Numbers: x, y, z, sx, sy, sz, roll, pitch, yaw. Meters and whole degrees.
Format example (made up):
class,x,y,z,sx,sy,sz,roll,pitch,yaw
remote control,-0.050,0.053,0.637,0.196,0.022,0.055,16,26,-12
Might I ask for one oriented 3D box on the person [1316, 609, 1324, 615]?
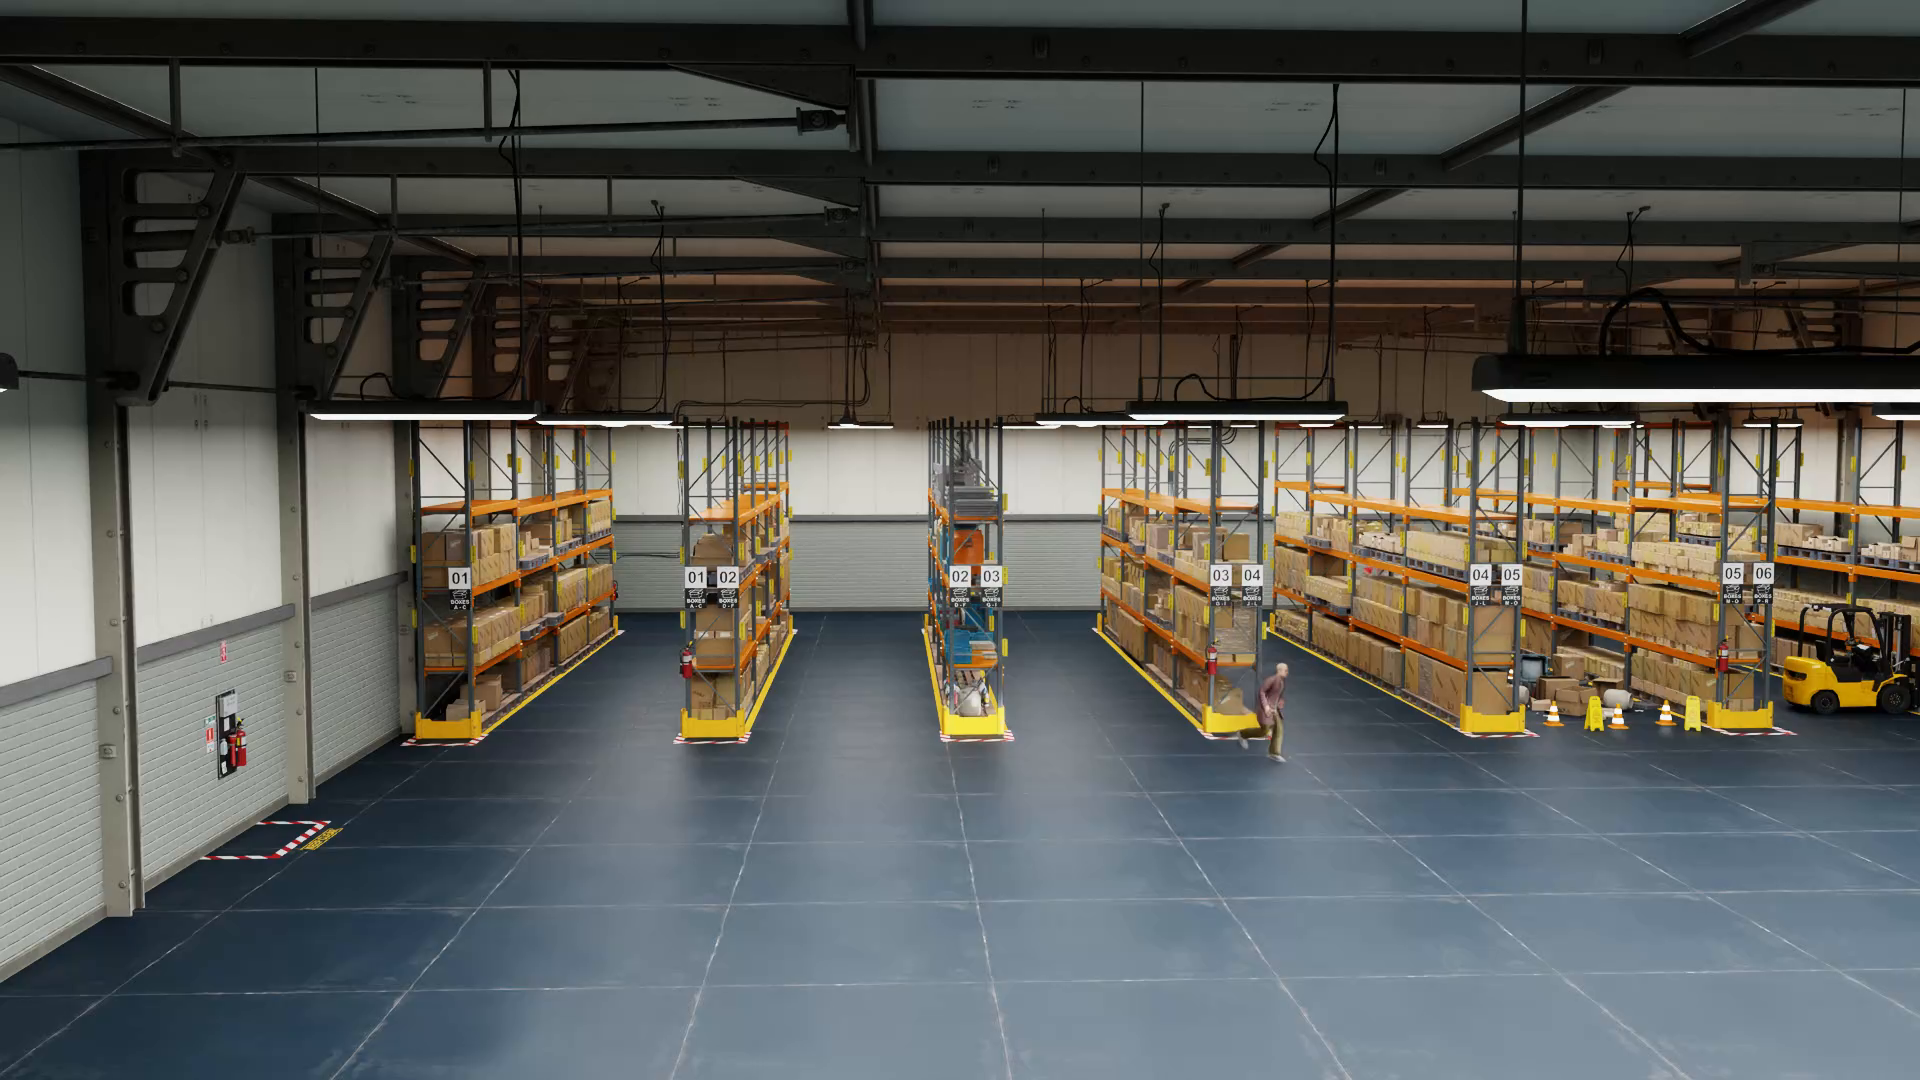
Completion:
class,x,y,z,sx,sy,sz,roll,pitch,yaw
person,10.667,1.708,48.314,0.767,1.806,0.787,-3,5,-40

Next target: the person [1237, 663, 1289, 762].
class,x,y,z,sx,sy,sz,roll,pitch,yaw
person,5.310,2.990,29.124,0.970,1.735,0.722,2,4,33

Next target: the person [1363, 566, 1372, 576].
class,x,y,z,sx,sy,sz,roll,pitch,yaw
person,11.989,1.651,49.042,0.608,1.749,0.638,0,4,-1

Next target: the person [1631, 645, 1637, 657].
class,x,y,z,sx,sy,sz,roll,pitch,yaw
person,16.329,2.311,40.423,0.573,1.567,0.476,-1,4,-11
